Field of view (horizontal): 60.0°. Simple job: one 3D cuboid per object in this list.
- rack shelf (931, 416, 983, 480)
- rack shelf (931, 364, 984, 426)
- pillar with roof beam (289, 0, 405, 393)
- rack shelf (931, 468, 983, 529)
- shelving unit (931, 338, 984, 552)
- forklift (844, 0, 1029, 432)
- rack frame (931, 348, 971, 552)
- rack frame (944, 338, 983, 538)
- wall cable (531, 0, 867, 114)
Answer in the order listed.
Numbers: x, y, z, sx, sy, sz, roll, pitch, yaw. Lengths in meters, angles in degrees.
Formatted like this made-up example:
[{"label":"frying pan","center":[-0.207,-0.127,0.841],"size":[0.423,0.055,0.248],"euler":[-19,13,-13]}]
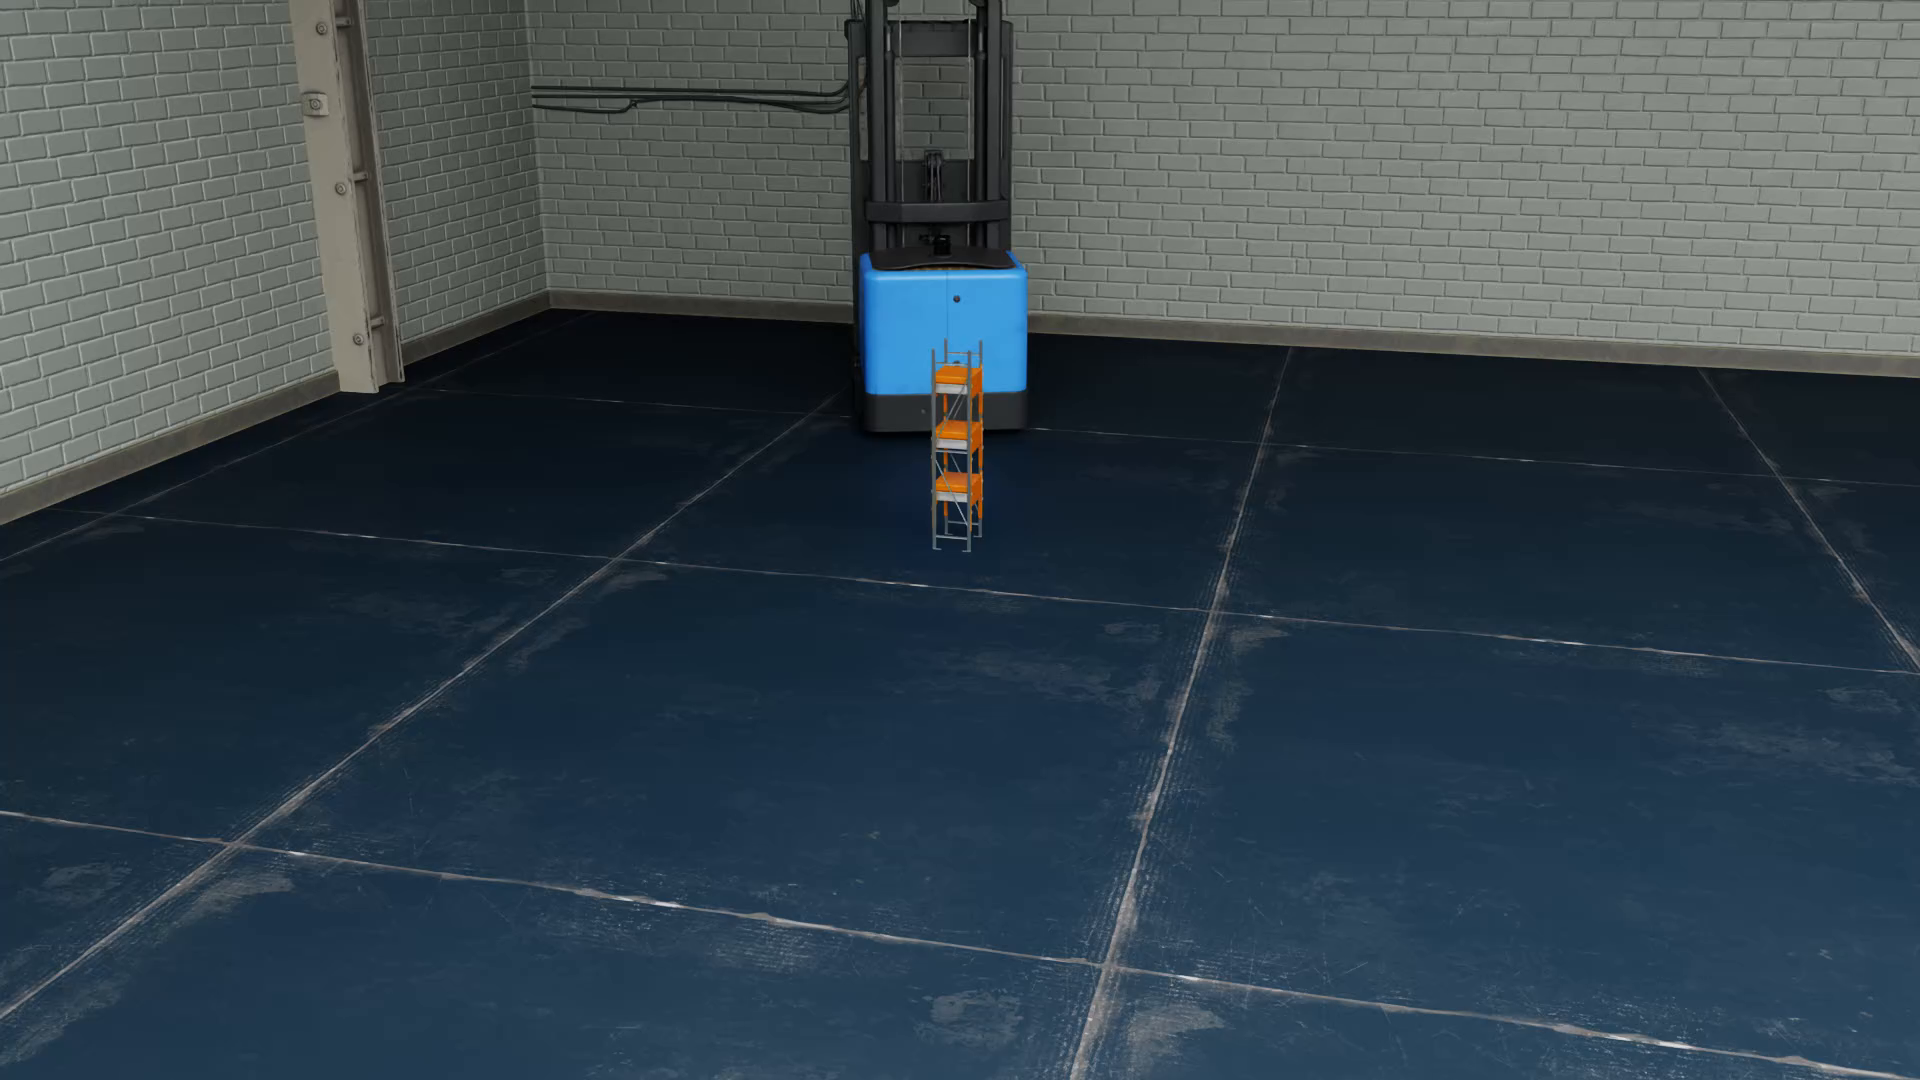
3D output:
[{"label":"rack shelf","center":[-0.013,-0.470,8.472],"size":[0.215,0.259,0.240],"euler":[5,19,13]},{"label":"rack shelf","center":[-0.013,-0.739,8.380],"size":[0.215,0.259,0.240],"euler":[5,19,13]},{"label":"pillar with roof beam","center":[-0.048,-5.025,9.478],"size":[9.100,9.000,0.400],"euler":[5,19,13]},{"label":"rack shelf","center":[-0.013,-0.207,8.562],"size":[0.215,0.259,0.240],"euler":[5,19,13]},{"label":"shelving unit","center":[-0.013,-0.480,8.469],"size":[0.215,1.050,0.252],"euler":[5,19,13]},{"label":"forklift","center":[-0.218,-2.494,11.453],"size":[1.130,2.935,3.031],"euler":[-2,19,-5]},{"label":"rack frame","center":[-0.043,-0.442,8.357],"size":[0.200,1.050,0.008],"euler":[5,19,13]},{"label":"rack frame","center":[0.017,-0.518,8.581],"size":[0.200,1.050,0.008],"euler":[5,19,13]},{"label":"wall cable","center":[-2.221,-4.715,13.373],"size":[3.097,2.526,0.112],"euler":[5,19,13]}]
